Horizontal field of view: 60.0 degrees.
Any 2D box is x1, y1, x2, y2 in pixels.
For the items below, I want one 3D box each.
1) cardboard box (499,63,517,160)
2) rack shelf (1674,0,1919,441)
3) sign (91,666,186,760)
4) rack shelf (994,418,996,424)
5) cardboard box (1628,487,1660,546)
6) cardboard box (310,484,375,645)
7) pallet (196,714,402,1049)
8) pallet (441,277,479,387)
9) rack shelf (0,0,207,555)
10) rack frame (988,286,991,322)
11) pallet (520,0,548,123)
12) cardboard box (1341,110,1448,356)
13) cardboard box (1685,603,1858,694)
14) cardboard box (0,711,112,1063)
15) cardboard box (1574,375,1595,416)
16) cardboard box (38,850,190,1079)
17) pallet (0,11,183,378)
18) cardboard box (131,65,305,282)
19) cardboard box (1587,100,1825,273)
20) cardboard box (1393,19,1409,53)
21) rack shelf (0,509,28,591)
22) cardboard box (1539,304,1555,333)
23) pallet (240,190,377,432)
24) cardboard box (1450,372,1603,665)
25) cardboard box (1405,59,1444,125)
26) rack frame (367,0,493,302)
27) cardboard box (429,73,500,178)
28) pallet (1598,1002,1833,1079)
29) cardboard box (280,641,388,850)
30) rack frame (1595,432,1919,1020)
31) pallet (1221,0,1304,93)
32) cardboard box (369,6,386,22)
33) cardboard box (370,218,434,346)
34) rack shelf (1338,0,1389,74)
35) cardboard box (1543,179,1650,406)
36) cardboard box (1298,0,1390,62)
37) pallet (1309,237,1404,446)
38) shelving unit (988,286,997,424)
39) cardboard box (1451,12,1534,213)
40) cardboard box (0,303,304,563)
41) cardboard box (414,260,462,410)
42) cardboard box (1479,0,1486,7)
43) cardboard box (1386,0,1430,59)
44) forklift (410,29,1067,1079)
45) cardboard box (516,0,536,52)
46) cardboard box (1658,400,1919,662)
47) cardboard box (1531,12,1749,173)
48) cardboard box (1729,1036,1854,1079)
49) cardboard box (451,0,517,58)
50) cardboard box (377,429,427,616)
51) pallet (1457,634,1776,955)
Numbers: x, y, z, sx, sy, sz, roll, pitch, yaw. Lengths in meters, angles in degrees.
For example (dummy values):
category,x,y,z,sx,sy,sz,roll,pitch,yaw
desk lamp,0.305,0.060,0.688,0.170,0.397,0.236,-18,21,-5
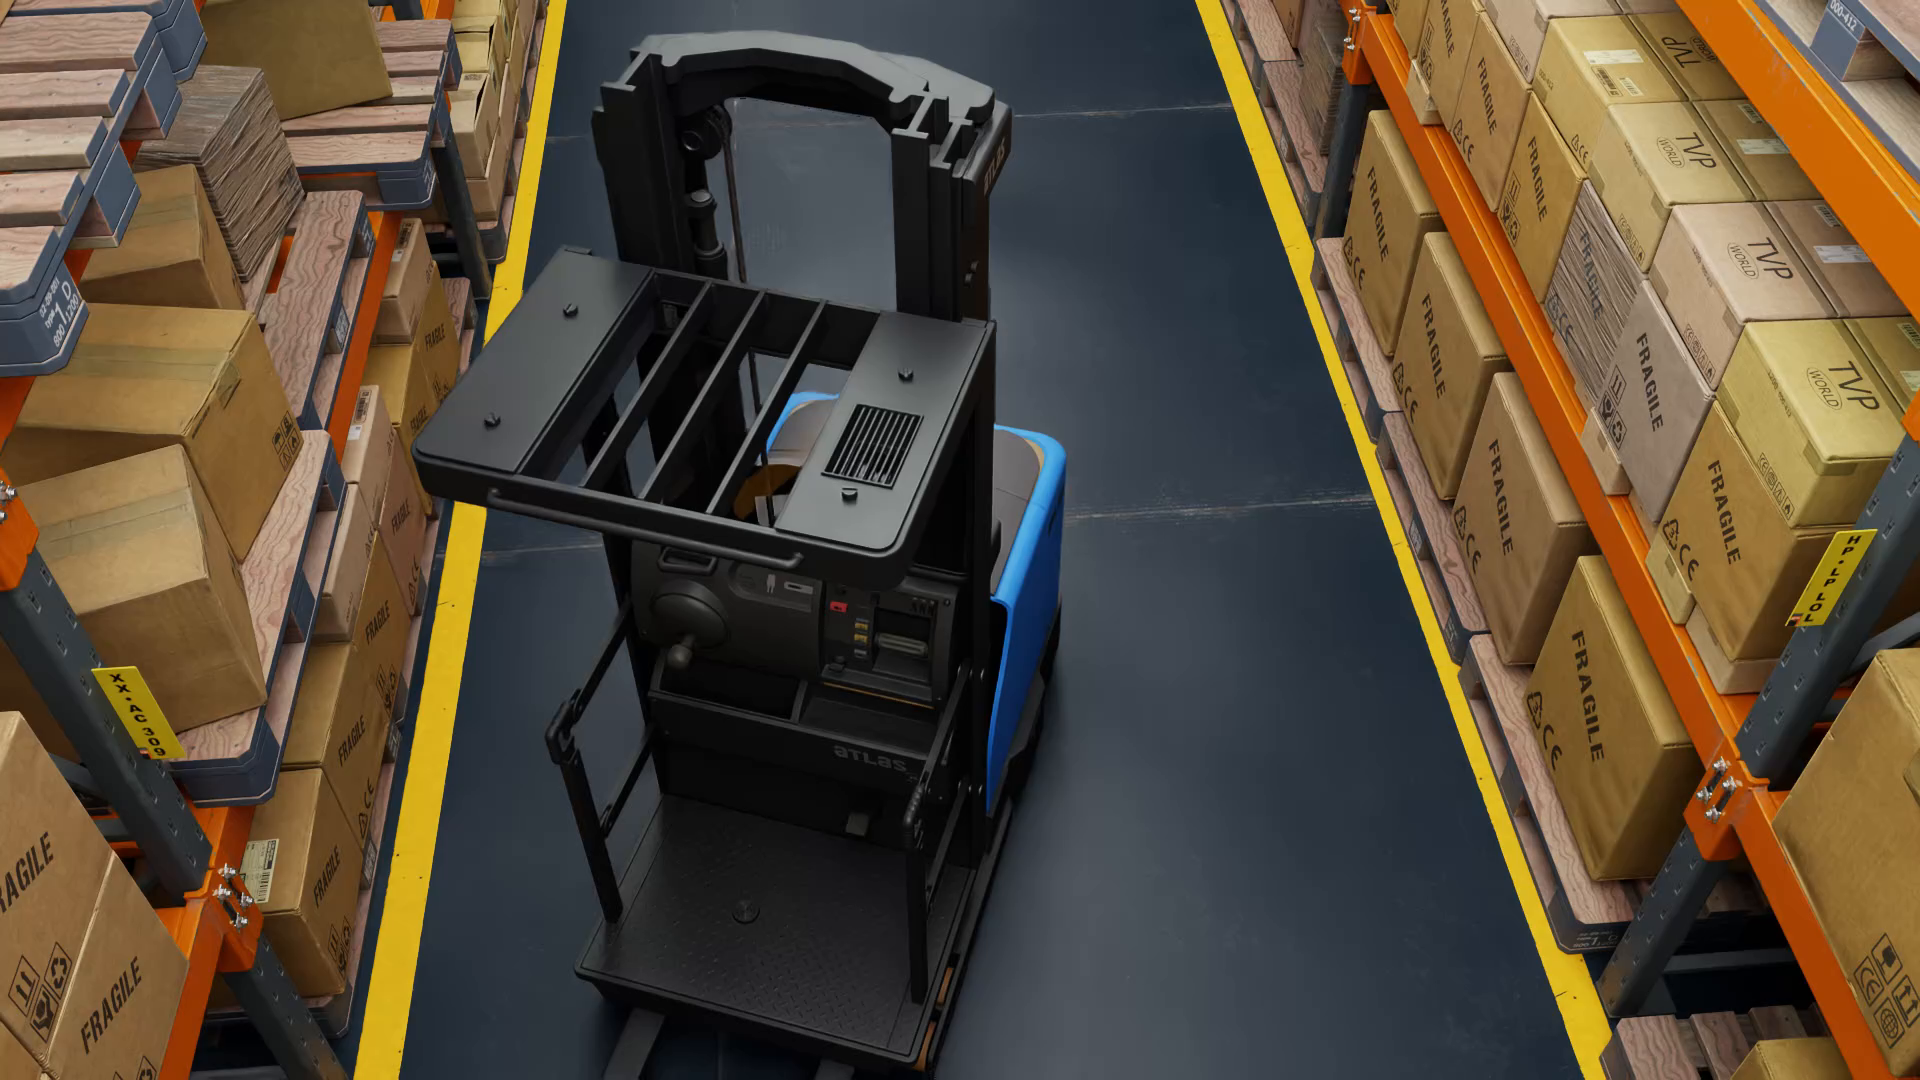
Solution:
category,x,y,z,sx,sy,sz,roll,pitch,yaw
cardboard box,-2.505,-2.127,8.303,0.500,0.250,0.500,-5,47,-4
rack shelf,2.392,-1.809,4.826,1.077,0.370,4.000,-3,47,-3
sign,-1.836,0.390,3.718,0.100,0.325,0.005,-3,47,-3
rack shelf,-0.001,-0.475,6.269,0.258,0.103,0.180,-3,47,-3
cardboard box,2.228,-0.097,4.935,0.380,0.149,0.250,-2,47,-2
cardboard box,-2.258,0.088,5.502,0.500,0.250,0.500,-3,47,-3
pallet,-2.482,1.099,5.564,1.003,0.211,1.213,-3,47,-3
pallet,-2.686,-0.666,7.236,1.003,0.211,1.213,-3,47,-3
rack shelf,-2.544,-1.505,4.539,1.077,0.370,4.000,-3,47,-3
rack frame,-0.009,-0.489,6.387,0.240,1.200,0.006,-3,47,-3
pallet,-2.840,-2.688,9.150,1.003,0.211,1.213,-3,47,-3
cardboard box,2.156,-1.337,7.141,0.750,0.750,0.750,-4,47,-4
cardboard box,2.249,0.275,4.583,0.380,0.149,0.250,-3,47,-3
cardboard box,-2.076,0.698,3.265,0.500,0.500,0.500,-3,47,-3
cardboard box,2.193,-0.465,5.284,0.380,0.149,0.250,-3,47,-3
cardboard box,-2.079,1.038,3.632,0.500,0.500,0.500,-3,47,-3
pallet,-2.361,-0.717,3.426,1.213,0.211,1.003,-3,47,-3
cardboard box,-2.660,-1.224,5.486,0.700,0.500,0.500,4,47,4
cardboard box,2.190,-1.041,4.866,0.500,0.250,0.500,-3,47,-3
cardboard box,2.022,-2.140,6.870,0.380,0.149,0.250,-4,47,-4
rack shelf,-2.209,1.389,1.798,1.077,0.370,4.000,-3,47,-3
cardboard box,2.176,-0.840,5.639,0.380,0.149,0.250,-2,47,-2
pallet,-2.544,-0.695,5.474,1.003,0.211,1.213,-3,47,-3
cardboard box,2.298,-0.088,5.959,0.750,0.750,0.750,-2,47,-2
cardboard box,1.972,-1.759,6.510,0.380,0.149,0.250,-2,47,-2
rack frame,-2.711,-2.168,6.737,1.000,3.000,0.127,-3,47,-3
cardboard box,-2.462,-1.956,7.755,0.500,0.311,0.500,-2,47,-2
pallet,2.545,1.936,4.771,1.003,0.211,1.213,-3,47,-3
cardboard box,-2.230,0.685,5.454,0.500,0.500,0.500,-3,47,-3
rack frame,2.560,0.423,4.284,1.000,3.000,0.127,-3,47,-3
pallet,2.062,-2.959,9.407,1.003,0.211,1.213,-3,47,-3
cardboard box,-2.698,-2.403,7.021,0.500,0.311,0.500,-1,47,-1
cardboard box,-2.390,-1.014,6.547,0.500,0.250,0.500,-2,47,-2
rack shelf,2.057,-3.671,8.656,1.077,0.370,4.000,-3,47,-3
cardboard box,2.184,-0.772,5.128,0.500,0.500,0.500,-3,47,-3
cardboard box,2.185,-2.661,8.623,0.700,0.500,0.500,-4,47,-3
pallet,2.216,-0.938,7.493,1.003,0.211,1.213,-3,47,-3
shelving unit,-0.001,-0.423,6.324,0.258,1.200,0.189,-3,47,-3
cardboard box,2.085,-1.509,5.826,0.500,0.500,0.500,-4,47,-3
cardboard box,-2.314,-0.302,4.612,0.700,0.500,0.500,3,47,3
cardboard box,-2.399,-0.797,6.858,0.500,0.500,0.500,-2,47,-2
cardboard box,2.052,-2.140,5.907,0.500,0.250,0.500,-4,47,-4
cardboard box,2.010,-2.248,6.526,0.500,0.500,0.500,-2,47,-2
forklift,-0.523,0.316,4.432,1.130,2.935,3.031,12,48,11
cardboard box,-2.597,-2.874,9.010,0.500,0.250,0.500,-3,47,-2
cardboard box,2.270,-0.040,4.434,0.500,0.500,0.500,-4,47,-4
cardboard box,2.146,-1.410,5.215,0.500,0.250,0.500,-4,47,-4
cardboard box,2.520,1.685,4.521,0.700,0.500,0.500,-3,47,-3
cardboard box,-2.555,-2.705,8.464,0.500,0.311,0.500,-5,47,-4
cardboard box,-2.306,-0.043,6.144,0.500,0.500,0.500,-5,47,-5
pallet,2.420,0.828,5.821,1.003,0.211,1.213,-3,47,-3
